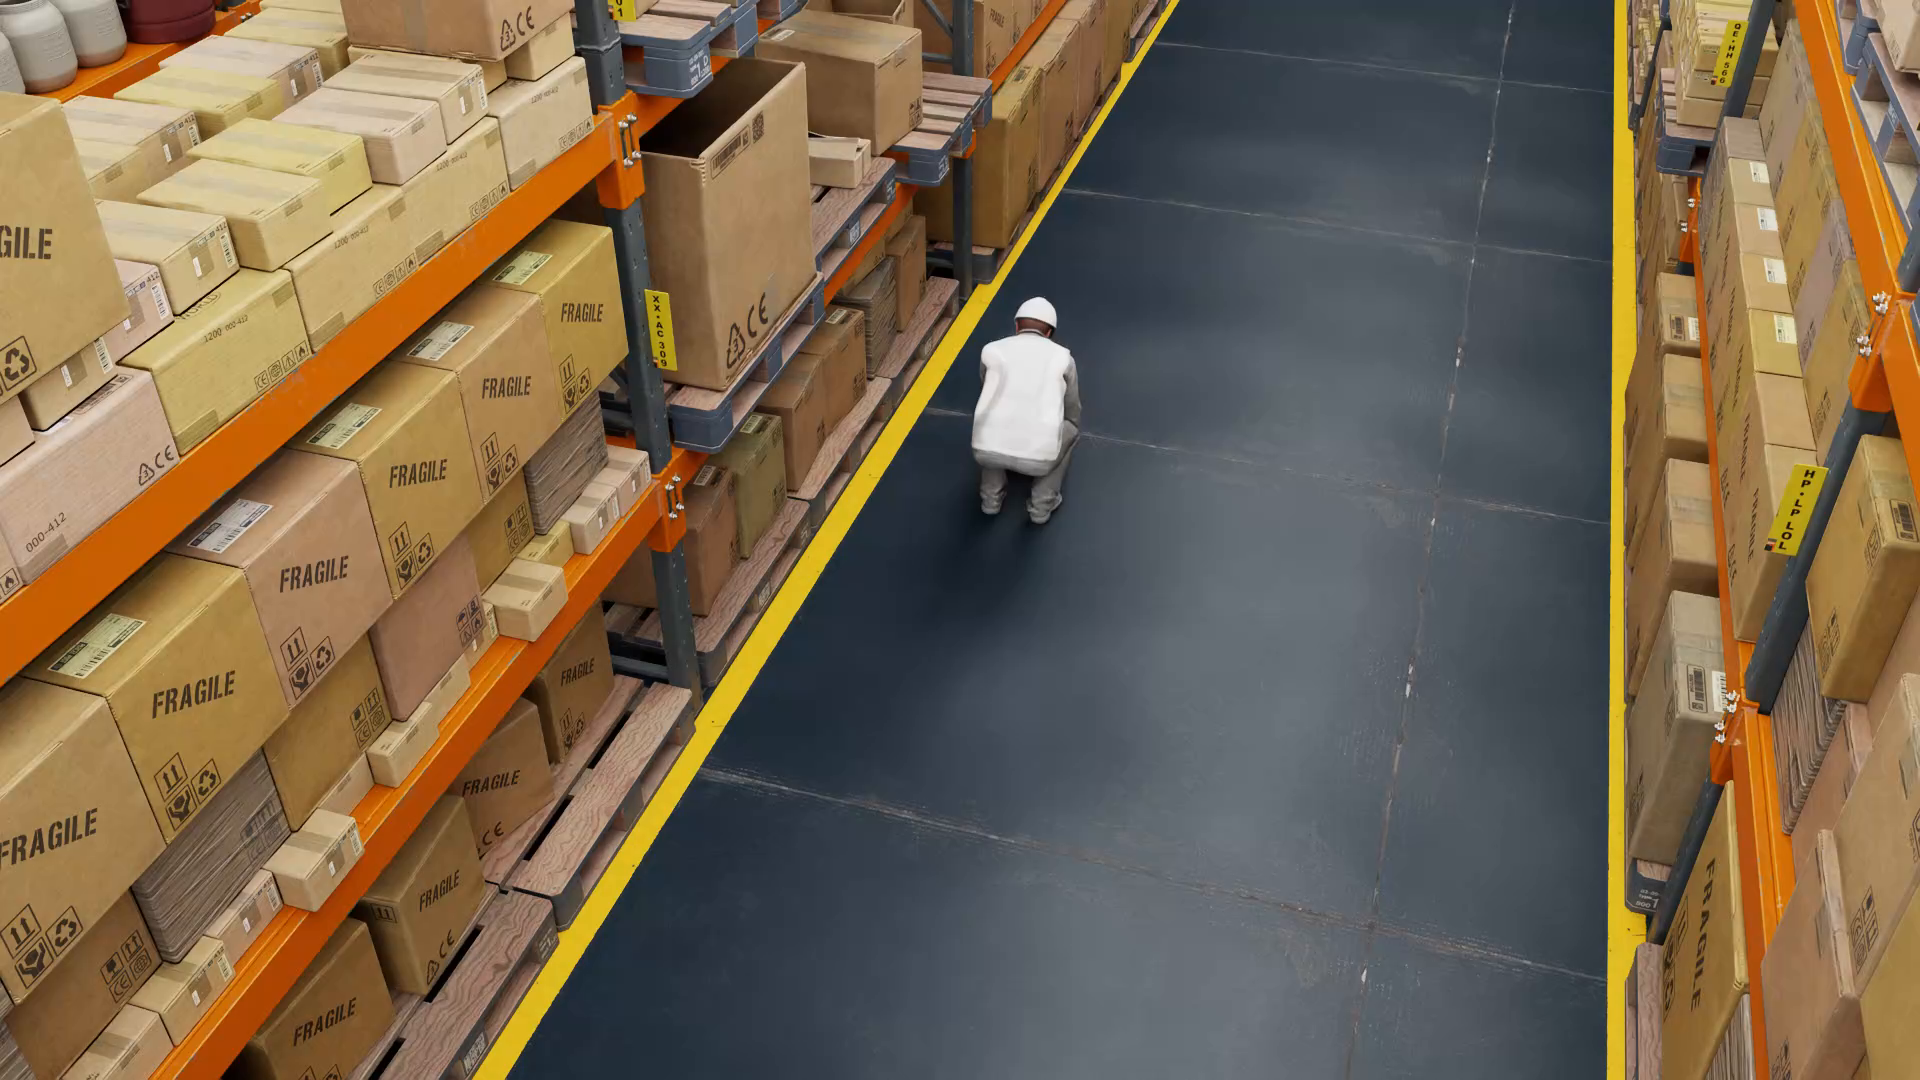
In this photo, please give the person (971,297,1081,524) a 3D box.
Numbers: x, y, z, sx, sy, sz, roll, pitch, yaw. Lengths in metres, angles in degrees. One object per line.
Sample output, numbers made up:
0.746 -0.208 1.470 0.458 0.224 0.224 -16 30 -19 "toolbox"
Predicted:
0.334 -0.641 8.436 0.537 0.930 0.911 11 38 14 "person"
